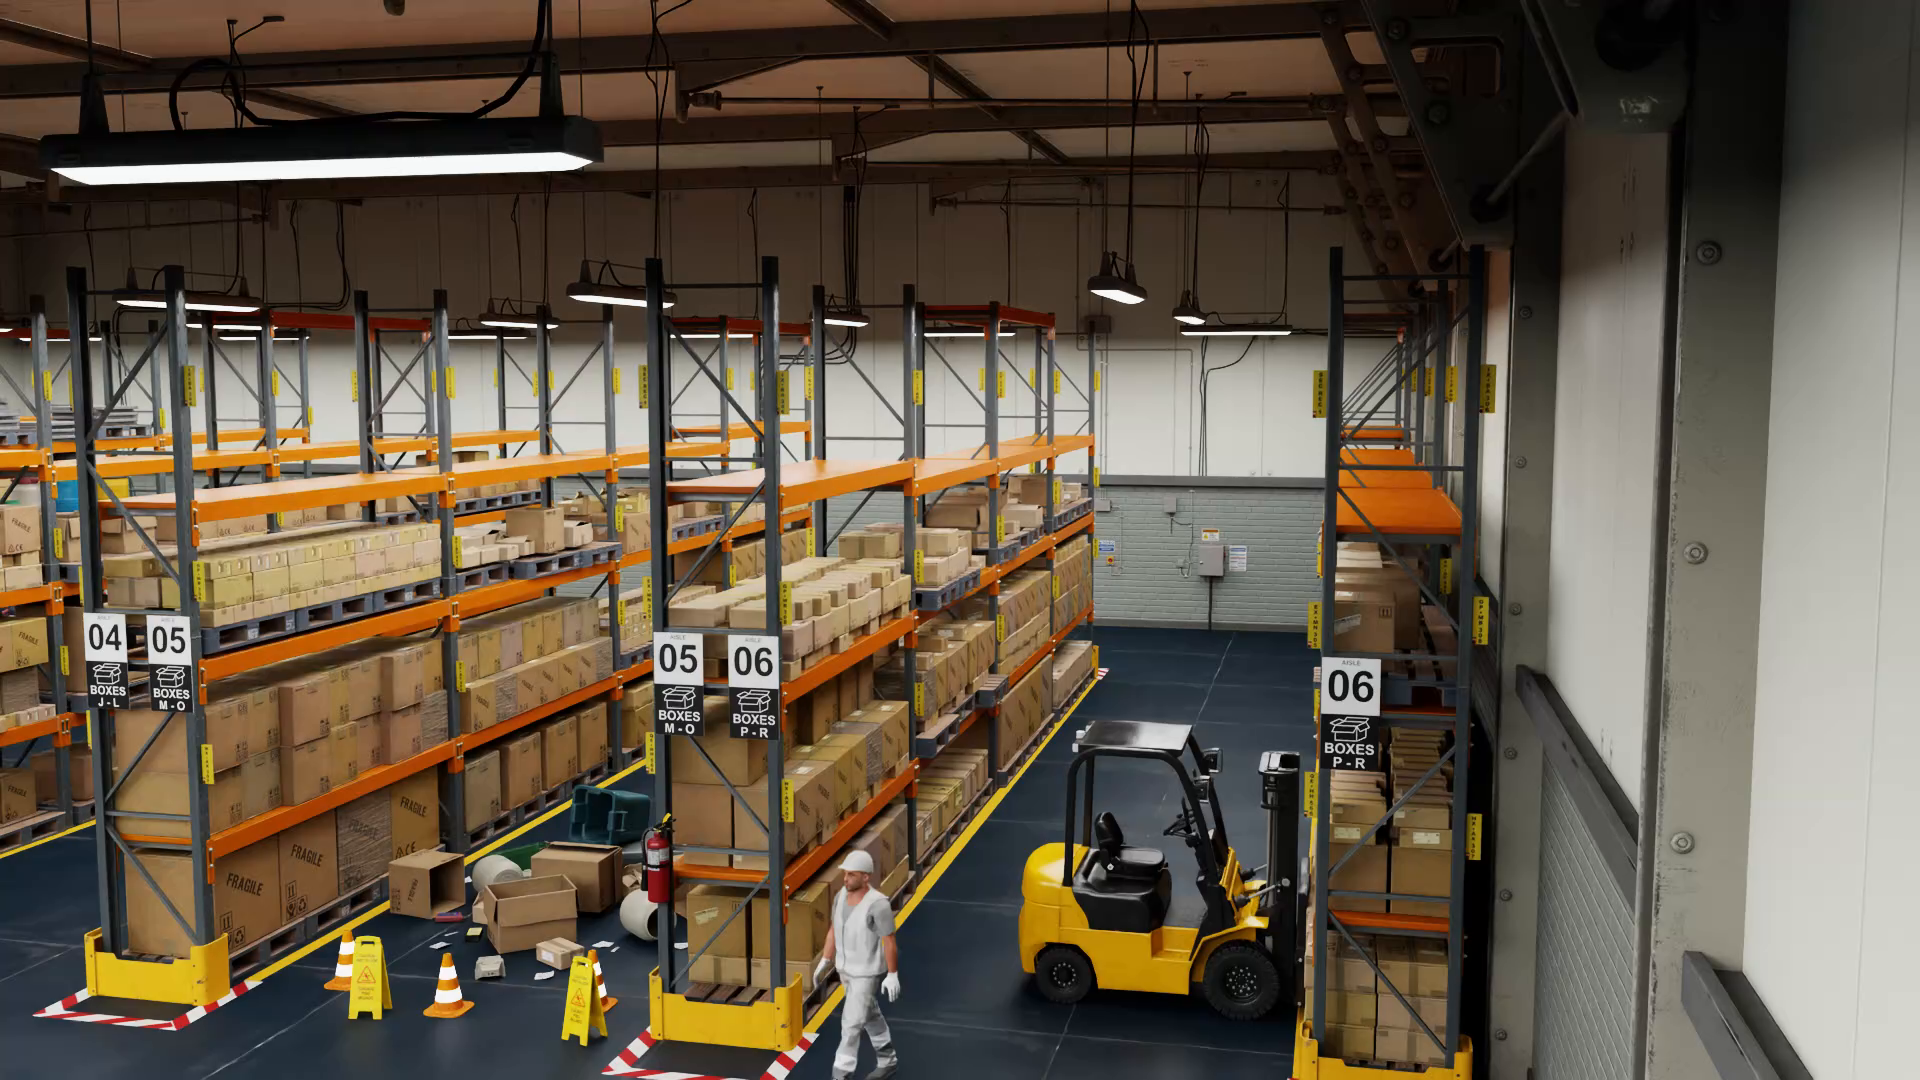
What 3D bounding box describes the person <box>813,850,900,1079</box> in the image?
[{"bbox_3d":[-0.792,3.077,11.782,0.960,1.745,0.573,-5,8,-41],"label":"person"}]
